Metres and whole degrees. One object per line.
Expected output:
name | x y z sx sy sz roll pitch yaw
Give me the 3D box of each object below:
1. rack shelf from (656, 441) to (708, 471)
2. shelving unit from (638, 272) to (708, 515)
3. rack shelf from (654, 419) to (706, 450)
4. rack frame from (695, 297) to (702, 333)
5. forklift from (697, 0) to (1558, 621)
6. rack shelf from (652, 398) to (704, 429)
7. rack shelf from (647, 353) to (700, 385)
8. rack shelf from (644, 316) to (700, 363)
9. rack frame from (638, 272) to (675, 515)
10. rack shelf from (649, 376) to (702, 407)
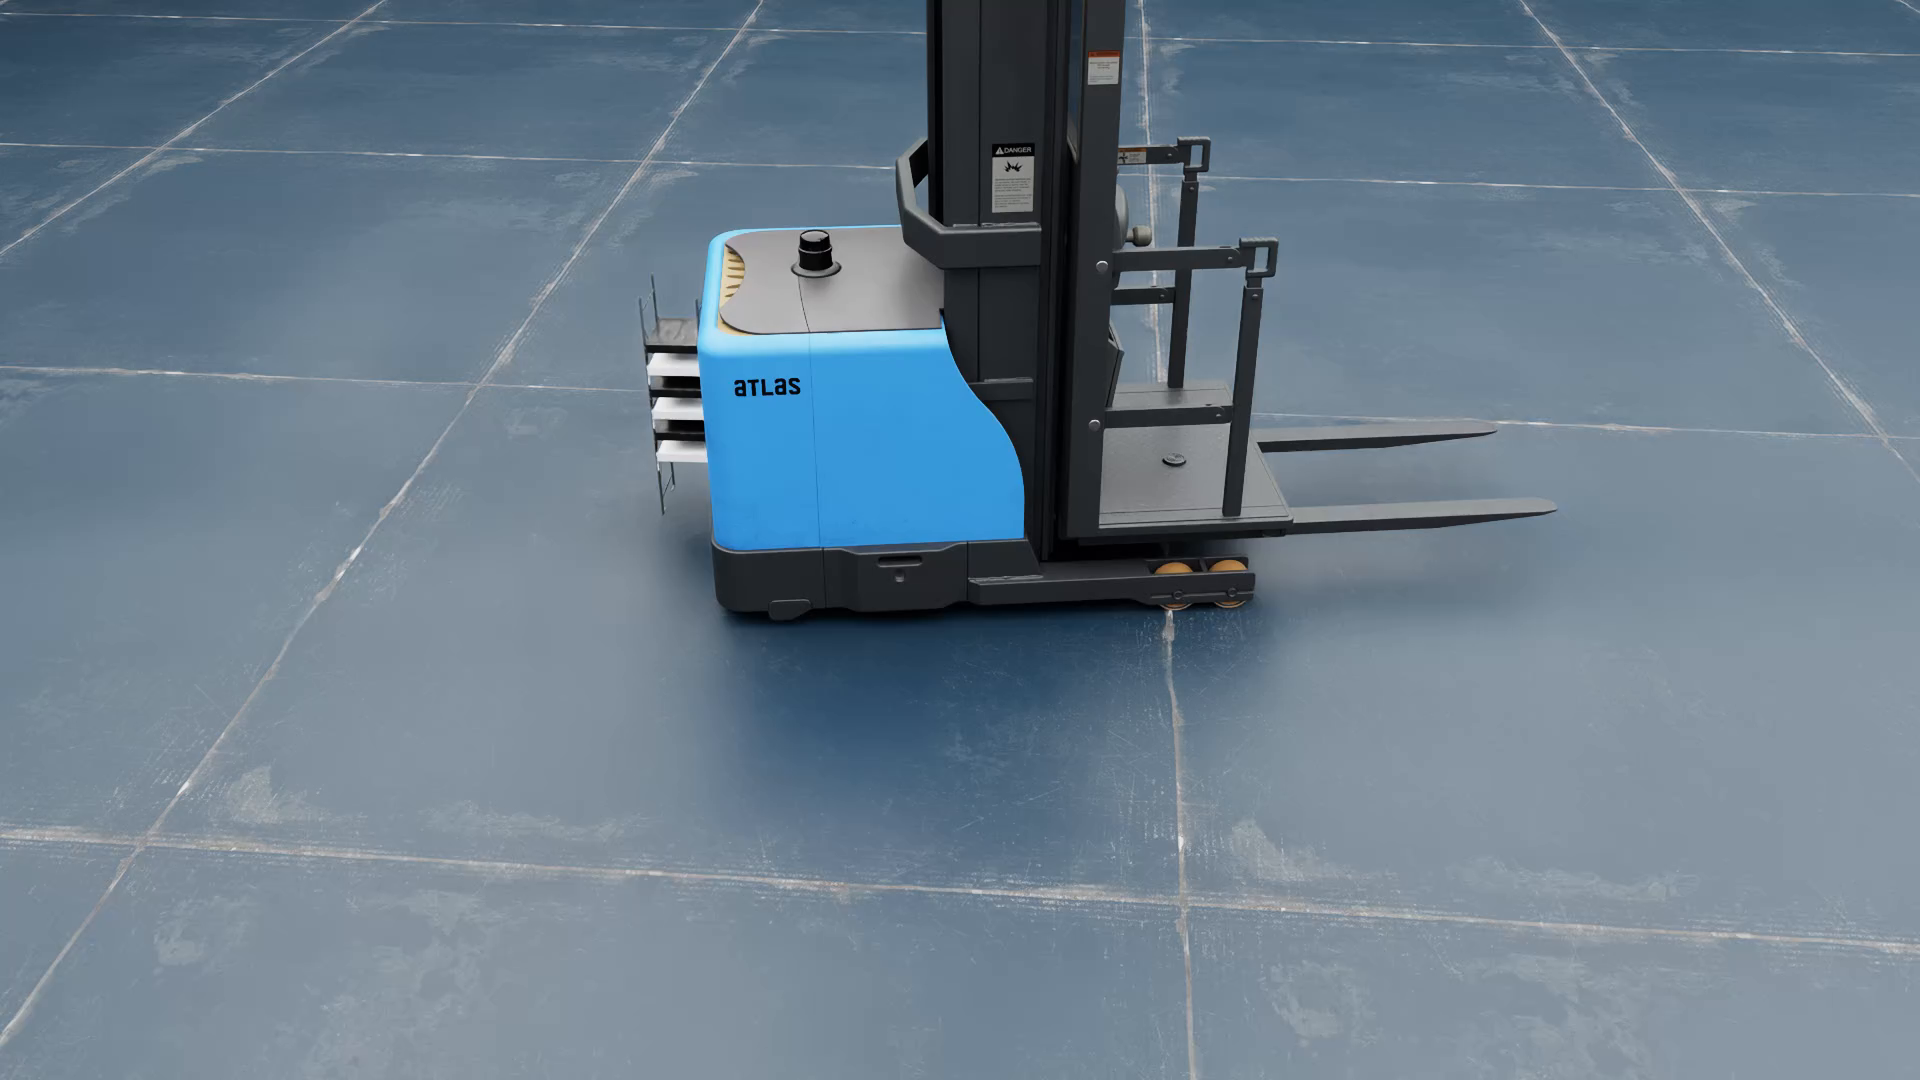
rack shelf | -1.038 -0.357 6.379 0.200 0.077 0.258 1 32 2
shelving unit | -1.038 -0.539 6.267 0.210 0.900 0.258 1 32 2
rack shelf | -1.038 -0.434 6.331 0.200 0.077 0.258 1 32 2
rack frame | -0.937 -0.536 6.263 0.006 0.900 0.240 1 32 2
forklift | 0.625 -1.276 5.526 3.031 2.935 1.130 -3 32 -4
rack shelf | -1.038 -0.511 6.284 0.200 0.077 0.258 1 32 2
rack shelf | -1.038 -0.664 6.190 0.200 0.077 0.258 1 32 2
rack shelf | -1.038 -0.740 6.143 0.200 0.077 0.258 1 32 2
rack frame | -1.140 -0.541 6.271 0.006 0.900 0.240 1 32 2
rack shelf | -1.038 -0.587 6.237 0.200 0.077 0.258 1 32 2
